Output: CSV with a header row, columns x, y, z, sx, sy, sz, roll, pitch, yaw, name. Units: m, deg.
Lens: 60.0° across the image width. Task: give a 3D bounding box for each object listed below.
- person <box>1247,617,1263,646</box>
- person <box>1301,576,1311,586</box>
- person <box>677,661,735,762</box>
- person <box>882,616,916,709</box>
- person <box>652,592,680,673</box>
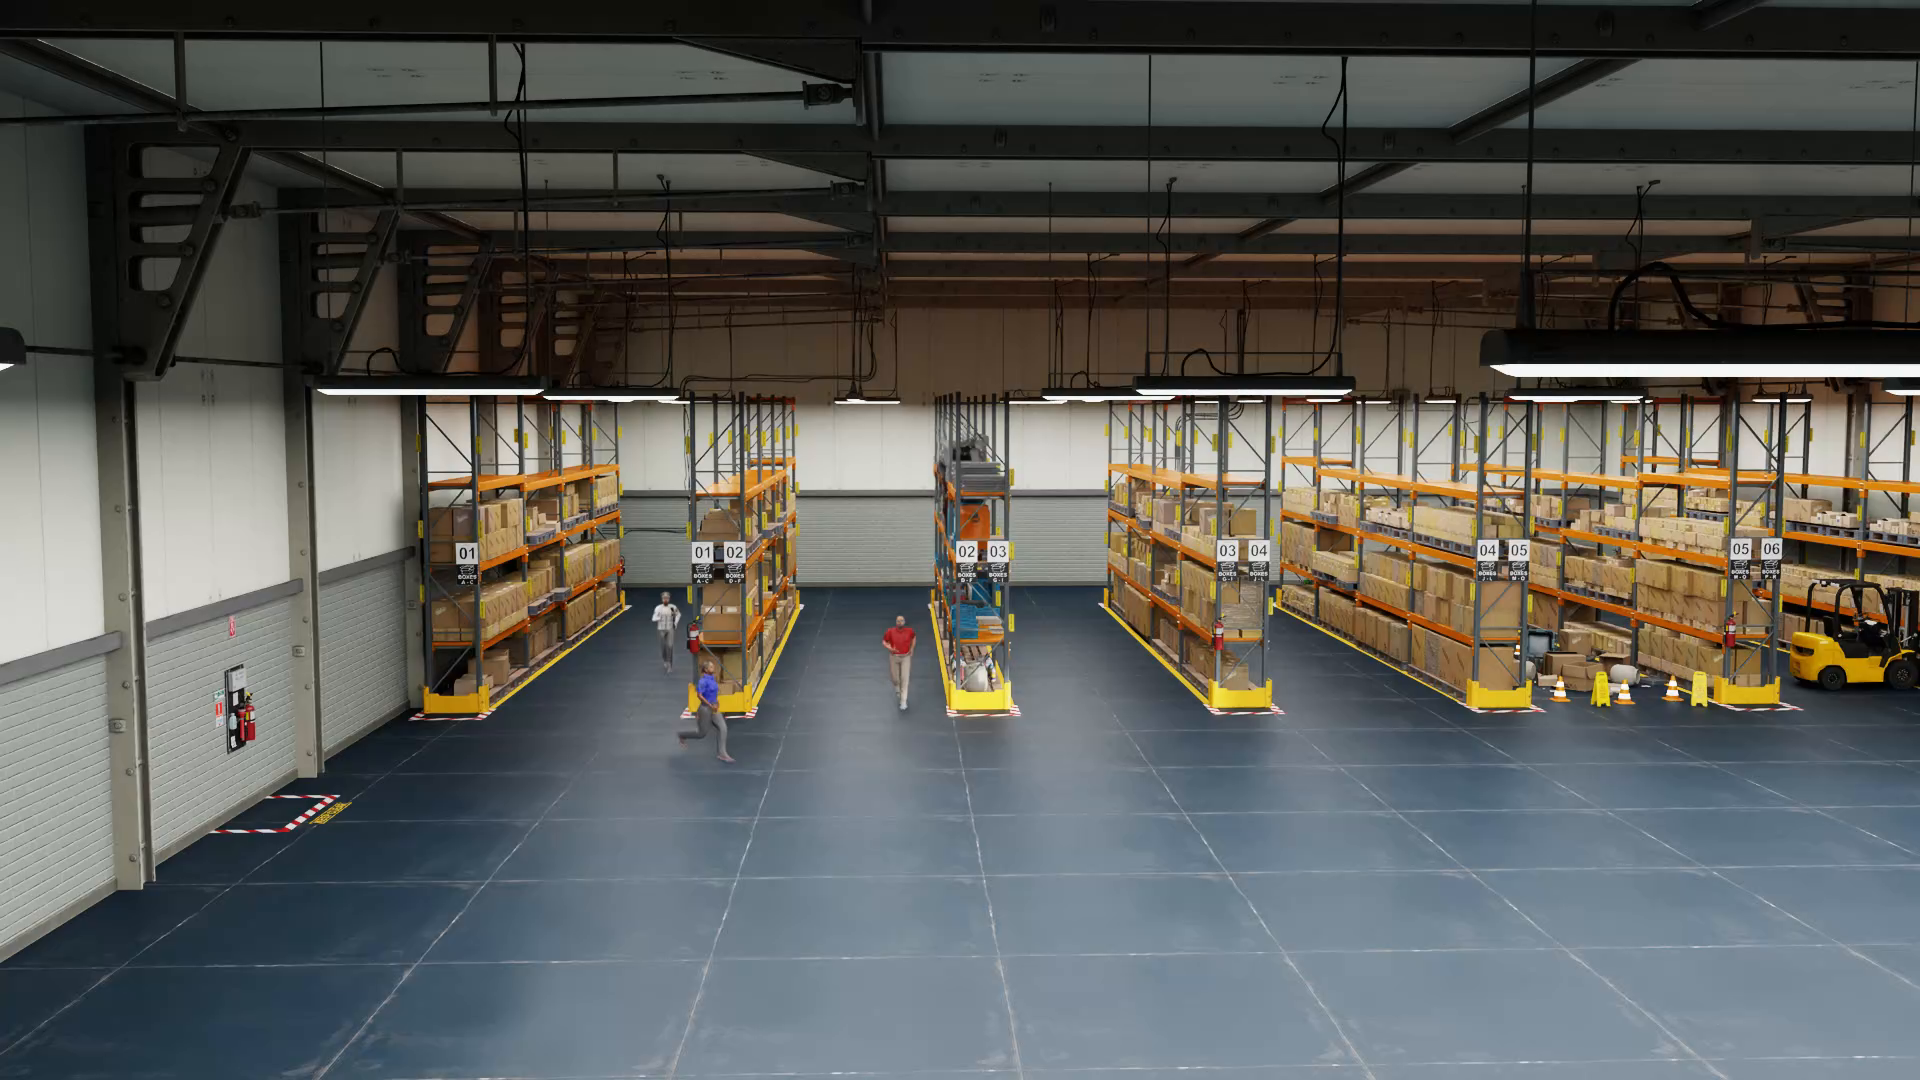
x,y,z,sx,sy,sz,roll,pitch,yaw,name
7.000,1.677,39.595,0.686,1.721,0.593,-1,5,-10,person
10.403,0.876,49.622,0.950,1.759,0.670,-3,5,-31,person
-4.121,2.777,26.991,0.975,1.642,0.555,2,5,21,person
-1.177,2.315,32.011,0.632,1.746,1.137,0,5,1,person
-6.362,1.984,36.033,0.596,1.740,0.720,-1,5,-7,person
